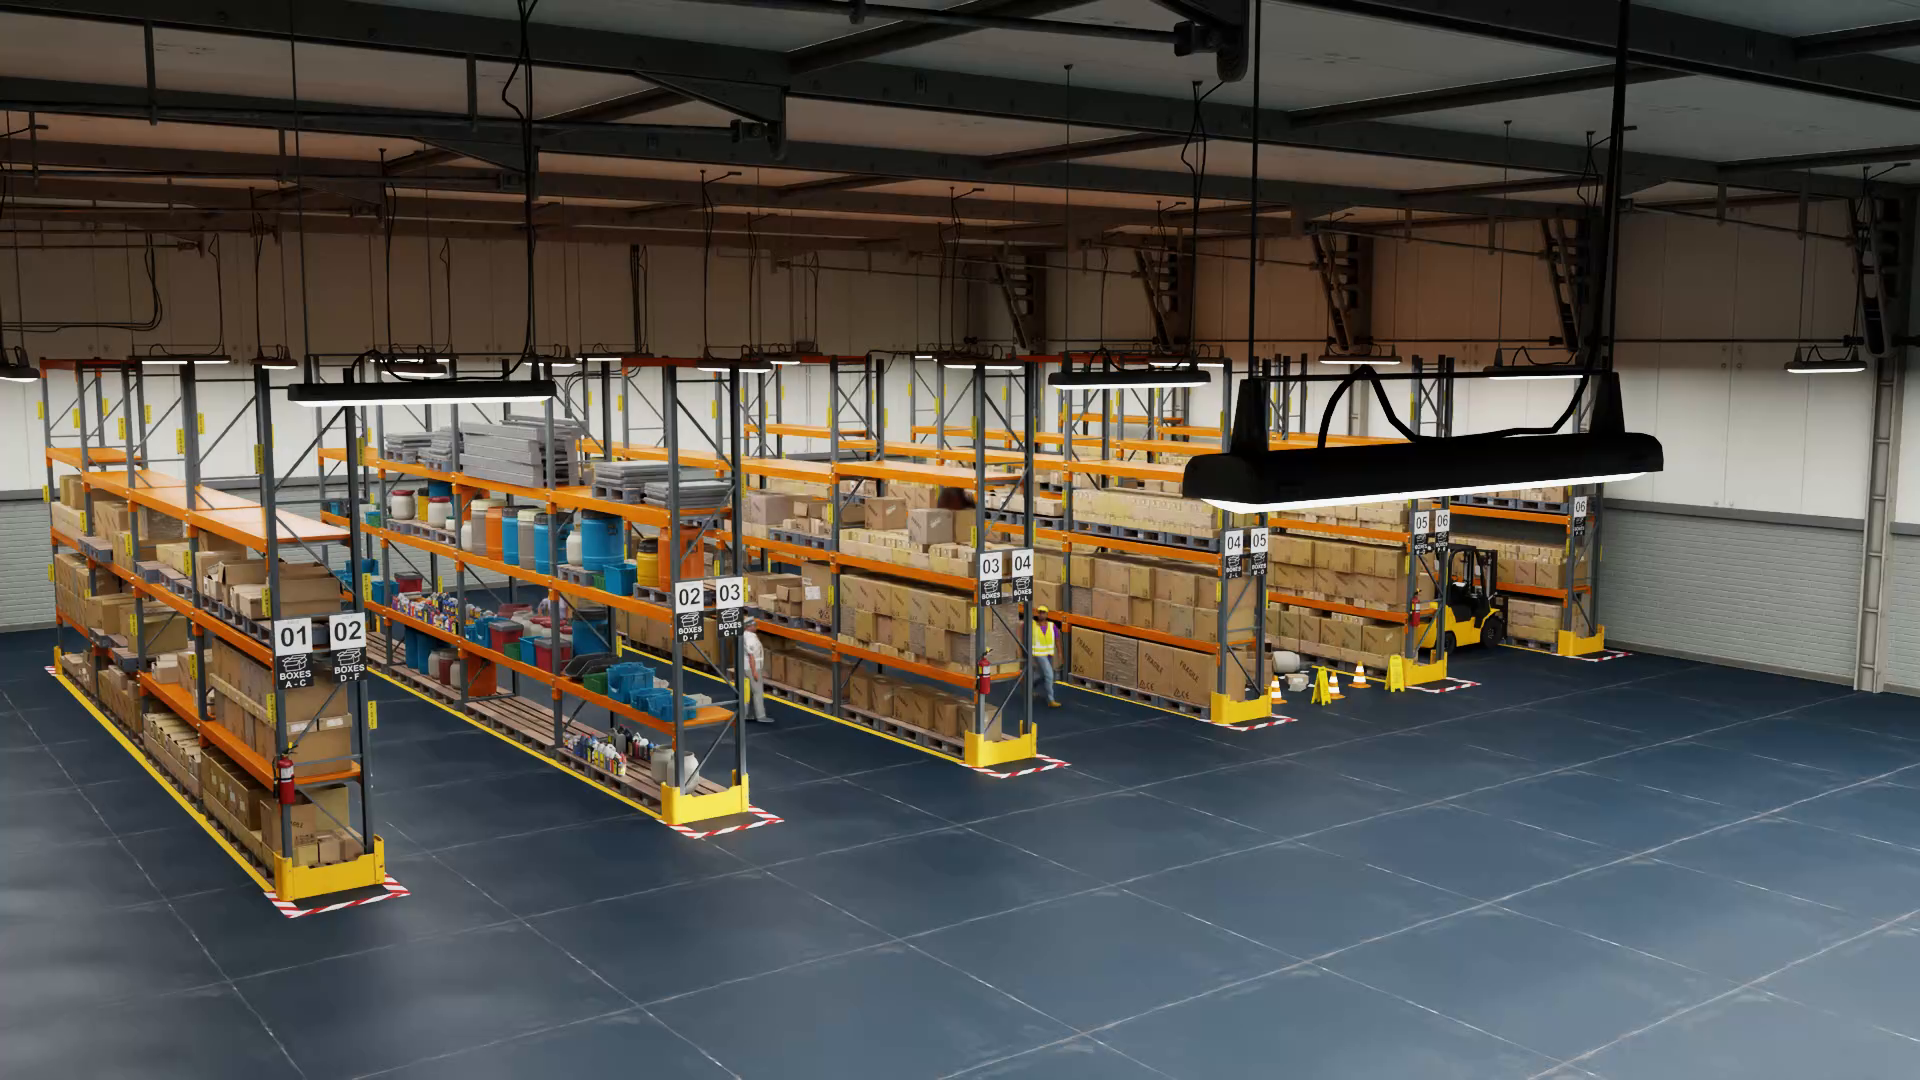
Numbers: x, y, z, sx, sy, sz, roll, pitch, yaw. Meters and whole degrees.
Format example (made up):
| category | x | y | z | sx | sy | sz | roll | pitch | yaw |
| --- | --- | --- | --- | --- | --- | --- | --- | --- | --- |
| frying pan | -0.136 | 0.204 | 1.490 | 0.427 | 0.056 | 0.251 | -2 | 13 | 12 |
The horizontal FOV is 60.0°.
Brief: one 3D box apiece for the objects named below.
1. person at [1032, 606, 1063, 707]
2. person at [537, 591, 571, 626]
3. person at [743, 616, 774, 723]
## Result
| category | x | y | z | sx | sy | sz | roll | pitch | yaw |
| --- | --- | --- | --- | --- | --- | --- | --- | --- | --- |
| person | 1.464 | 2.010 | 28.976 | 0.975 | 1.716 | 0.519 | 6 | 9 | 42 |
| person | -7.840 | 1.691 | 32.216 | 0.638 | 1.680 | 0.709 | -4 | 8 | -31 |
| person | -3.404 | 2.143 | 27.638 | 0.532 | 1.793 | 0.563 | -3 | 8 | -26 |
